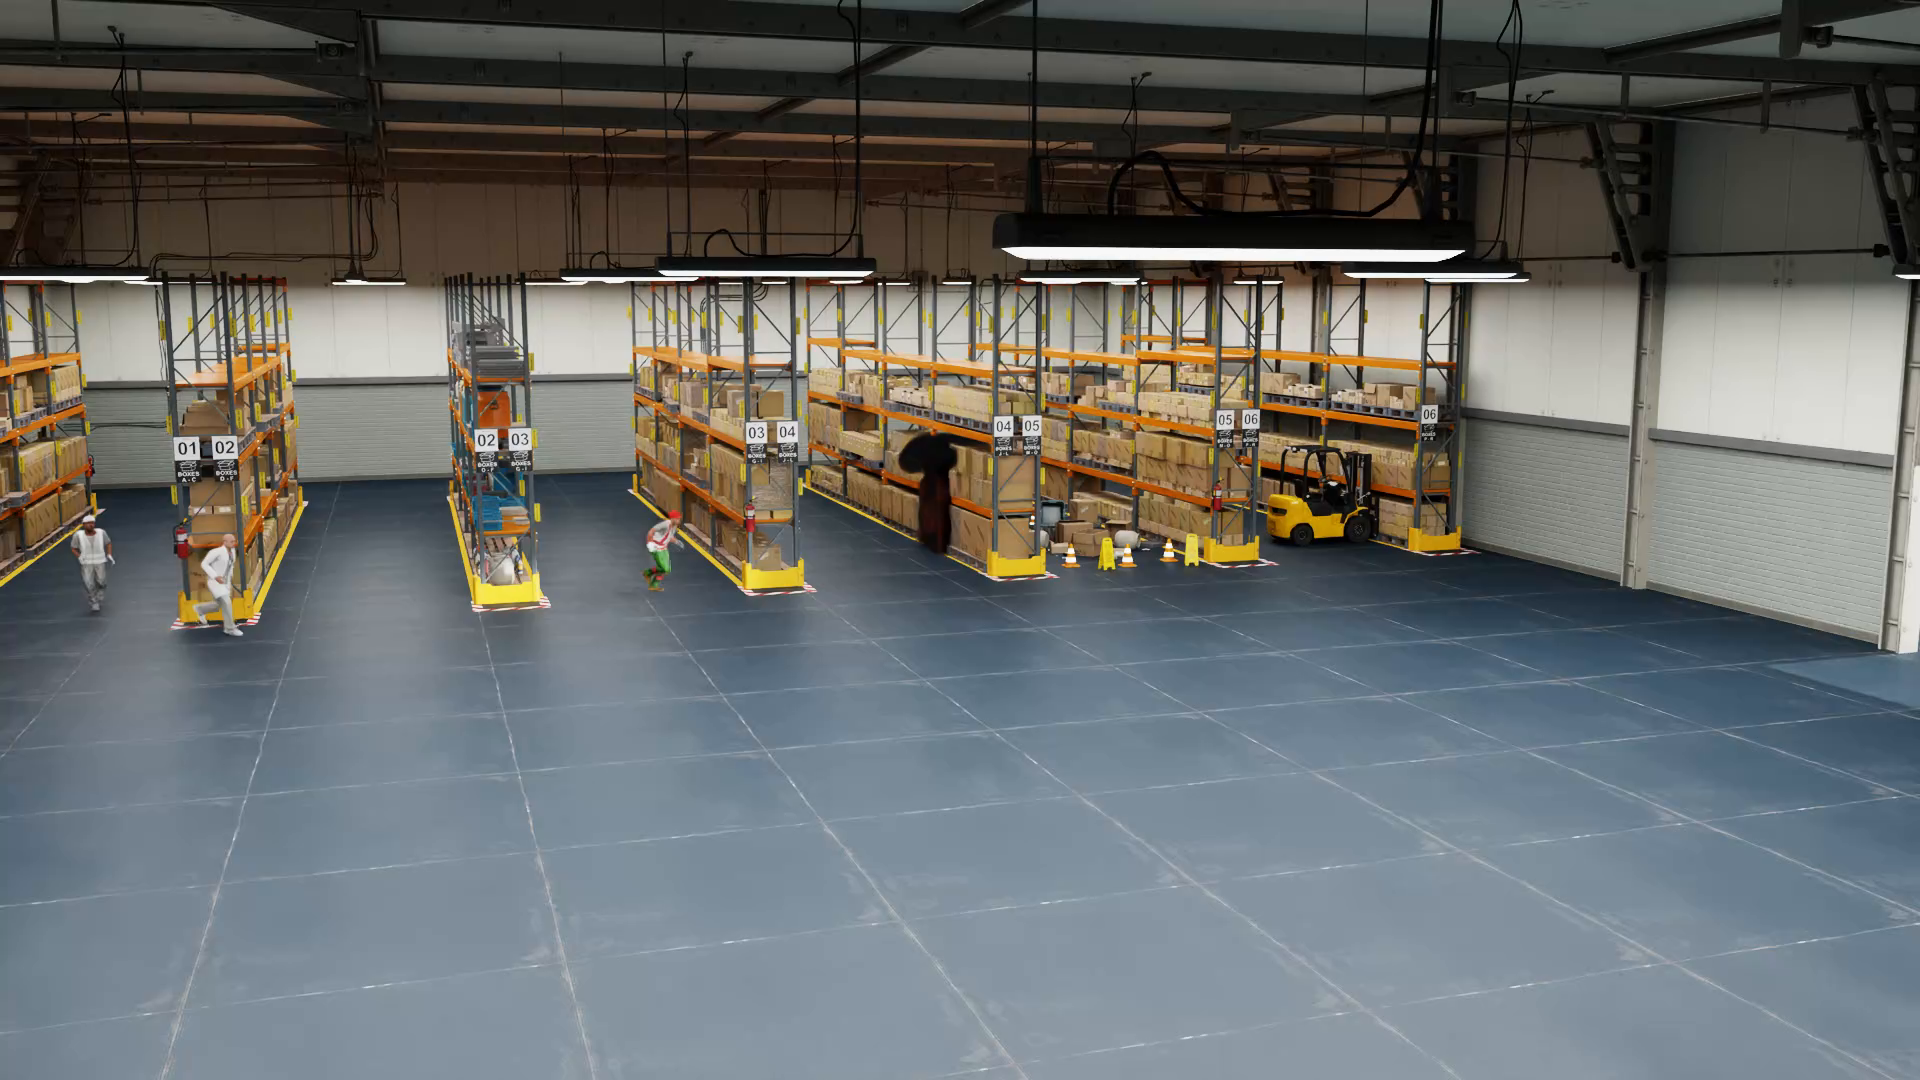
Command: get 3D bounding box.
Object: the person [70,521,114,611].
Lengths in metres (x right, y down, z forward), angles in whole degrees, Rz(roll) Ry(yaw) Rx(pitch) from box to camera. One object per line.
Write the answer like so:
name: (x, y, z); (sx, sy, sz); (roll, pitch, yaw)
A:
person: (-15.482, 0.424, 29.699); (0.679, 1.688, 0.647); (-5, 10, -29)

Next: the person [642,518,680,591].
person: (-5.677, 0.230, 31.524); (0.828, 1.537, 0.694); (3, 9, 22)

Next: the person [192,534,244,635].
person: (-12.418, 0.744, 27.663); (0.943, 1.734, 0.715); (3, 9, 20)

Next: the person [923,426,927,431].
person: (-1.099, -2.780, 51.109); (0.776, 1.691, 0.523); (-6, 11, -37)
